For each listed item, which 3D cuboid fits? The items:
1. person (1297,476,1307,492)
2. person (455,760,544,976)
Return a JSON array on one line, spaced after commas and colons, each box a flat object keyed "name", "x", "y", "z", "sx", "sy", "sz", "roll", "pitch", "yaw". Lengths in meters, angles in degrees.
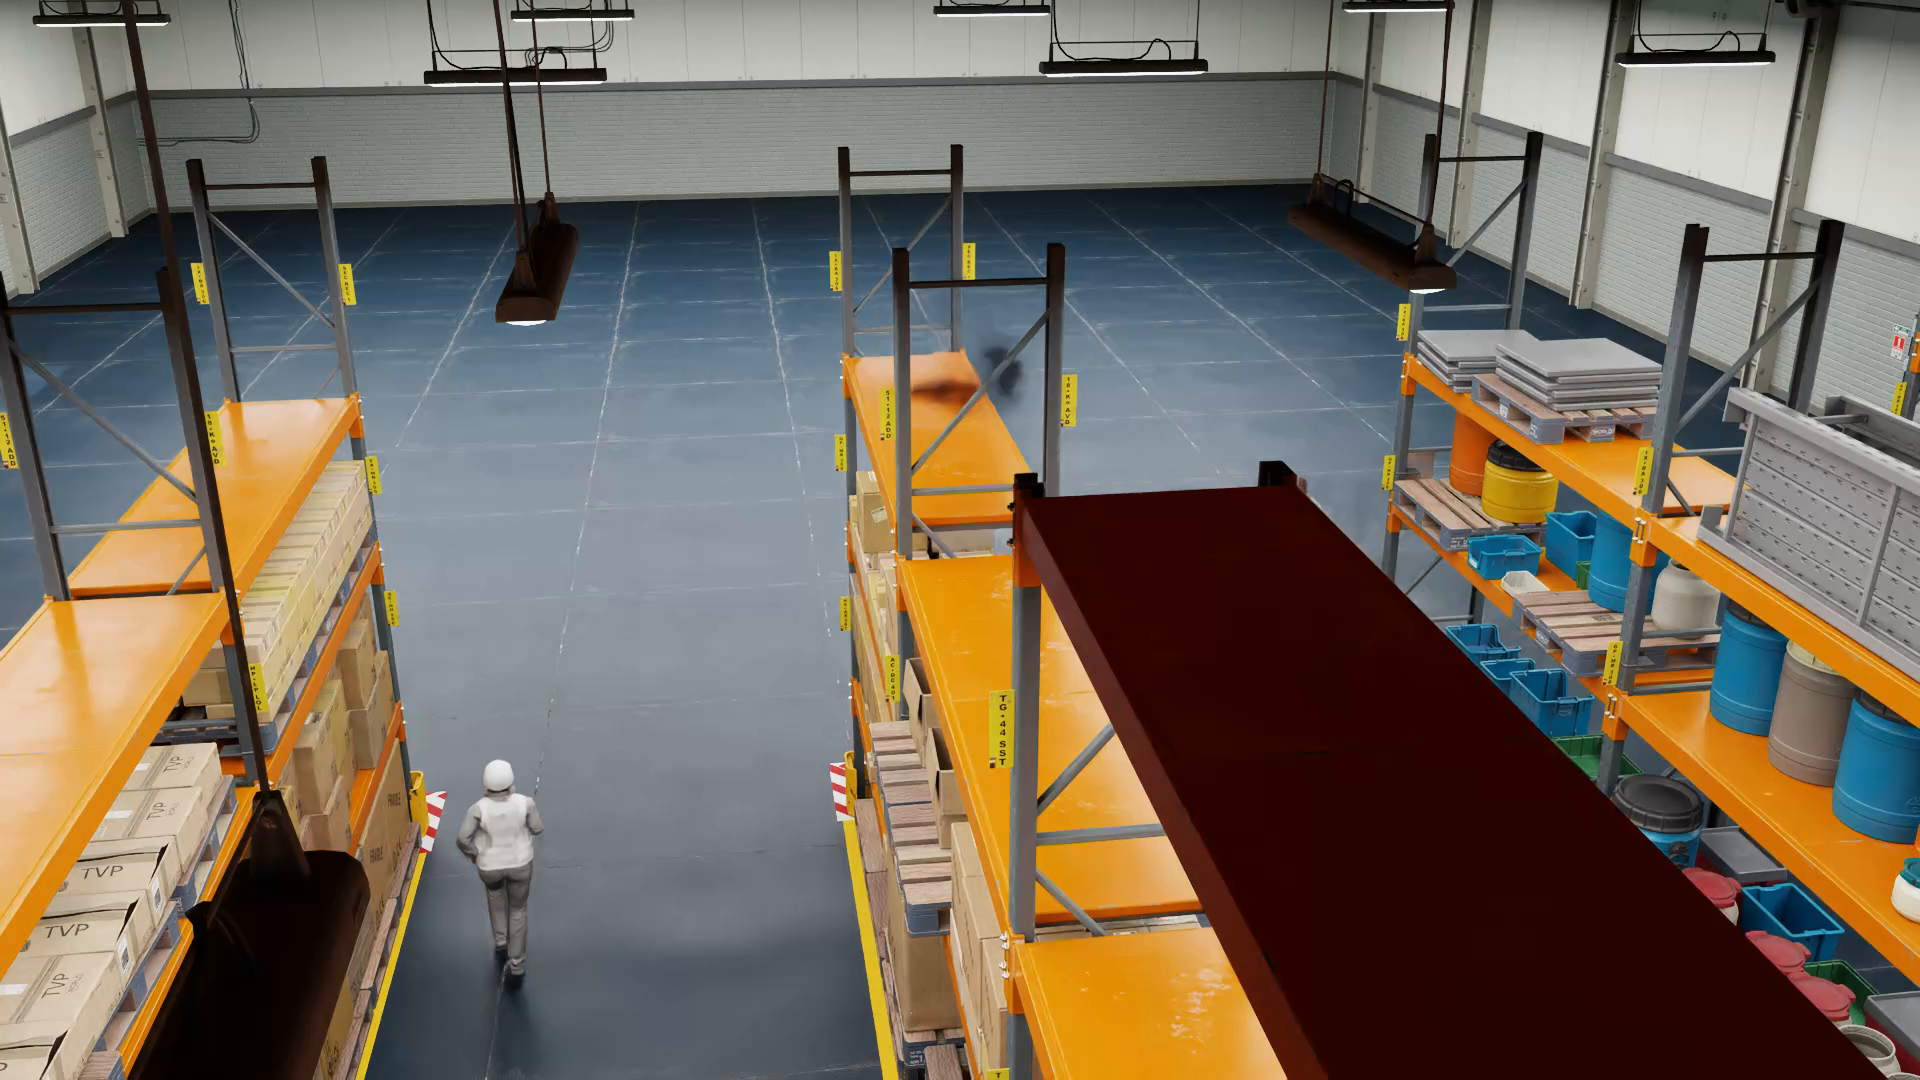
[{"name": "person", "x": 3.886, "y": 0.017, "z": 19.379, "sx": 0.822, "sy": 1.618, "sz": 0.522, "roll": 5, "pitch": 22, "yaw": 13}, {"name": "person", "x": -3.531, "y": 2.515, "z": 12.919, "sx": 0.635, "sy": 1.822, "sz": 0.756, "roll": -4, "pitch": 22, "yaw": -10}]
